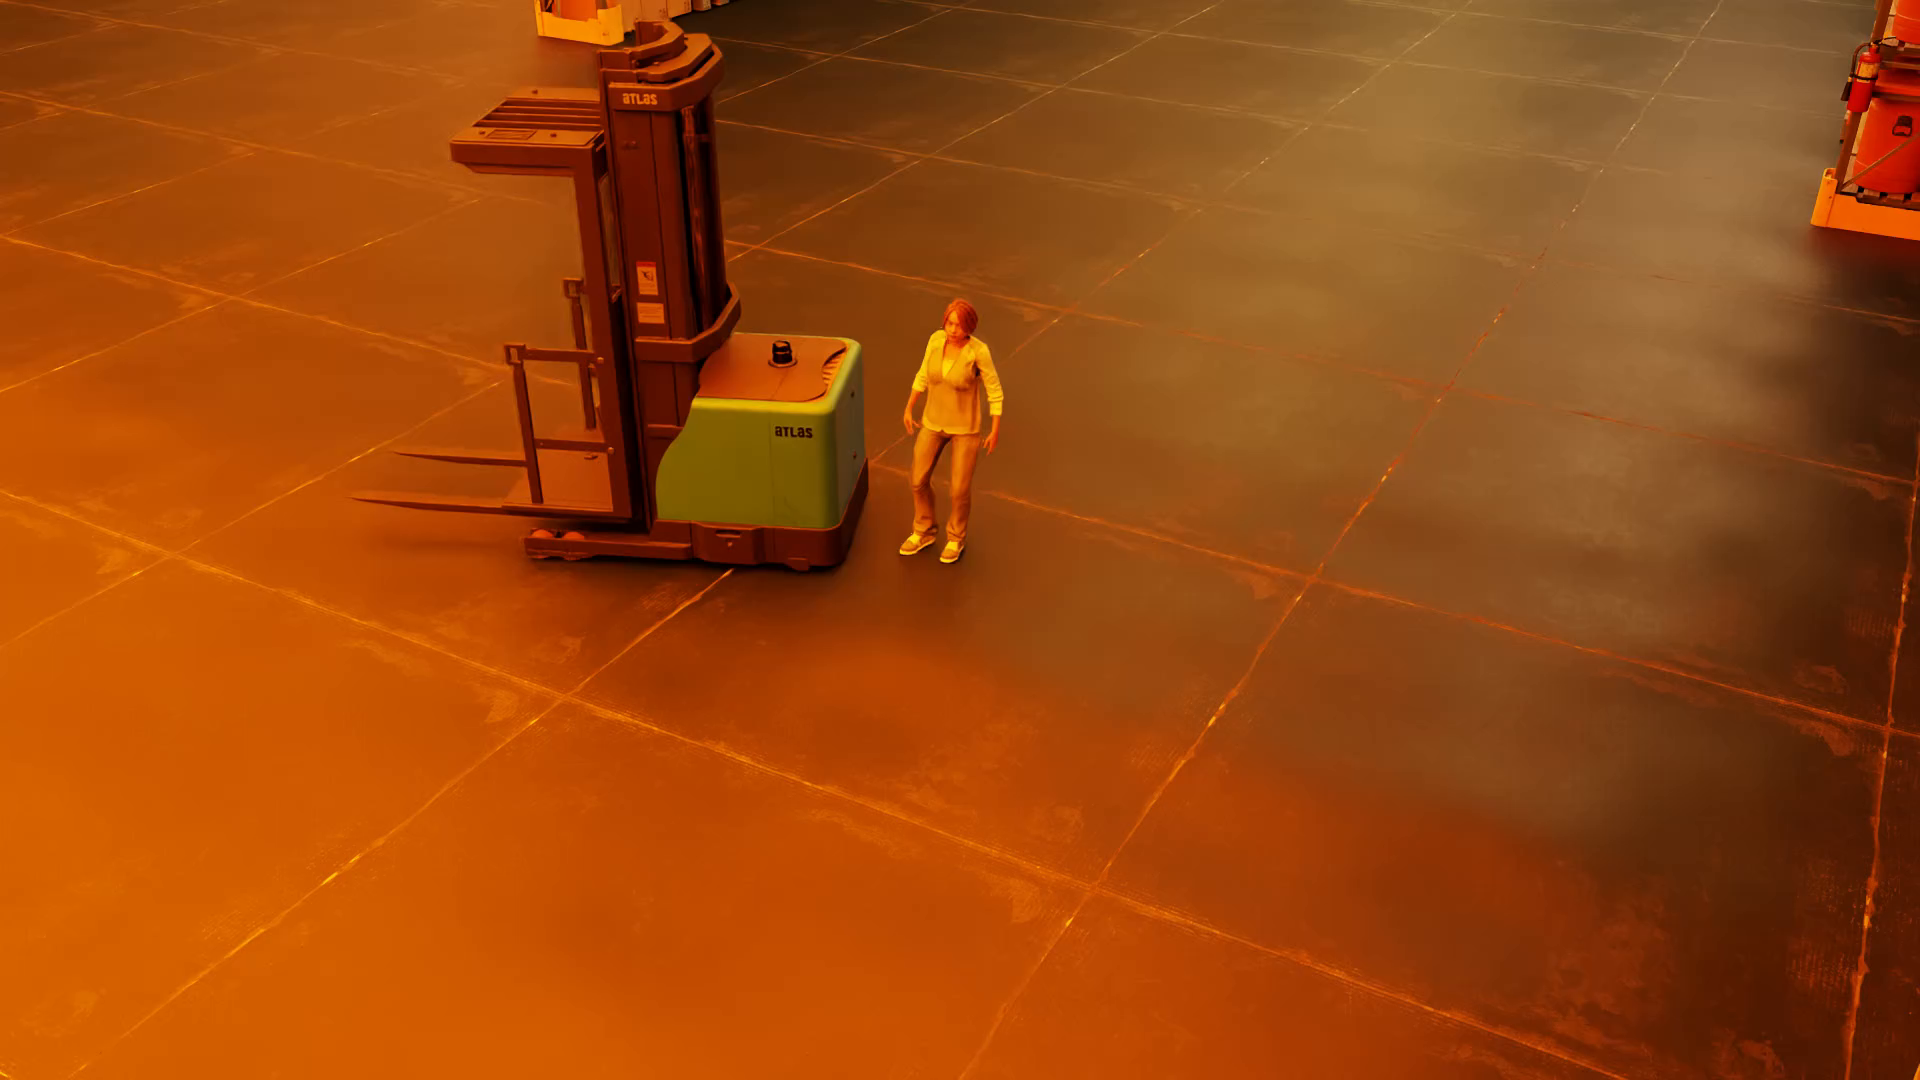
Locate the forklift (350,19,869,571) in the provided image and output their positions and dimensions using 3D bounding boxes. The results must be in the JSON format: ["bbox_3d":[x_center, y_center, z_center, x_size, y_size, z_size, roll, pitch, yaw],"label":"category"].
[{"bbox_3d":[-2.127,-1.404,9.503,3.031,2.935,1.130,4,30,6],"label":"forklift"}]

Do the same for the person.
[{"bbox_3d":[-0.063,-0.618,9.519,0.583,1.559,0.391,13,32,21],"label":"person"}]
